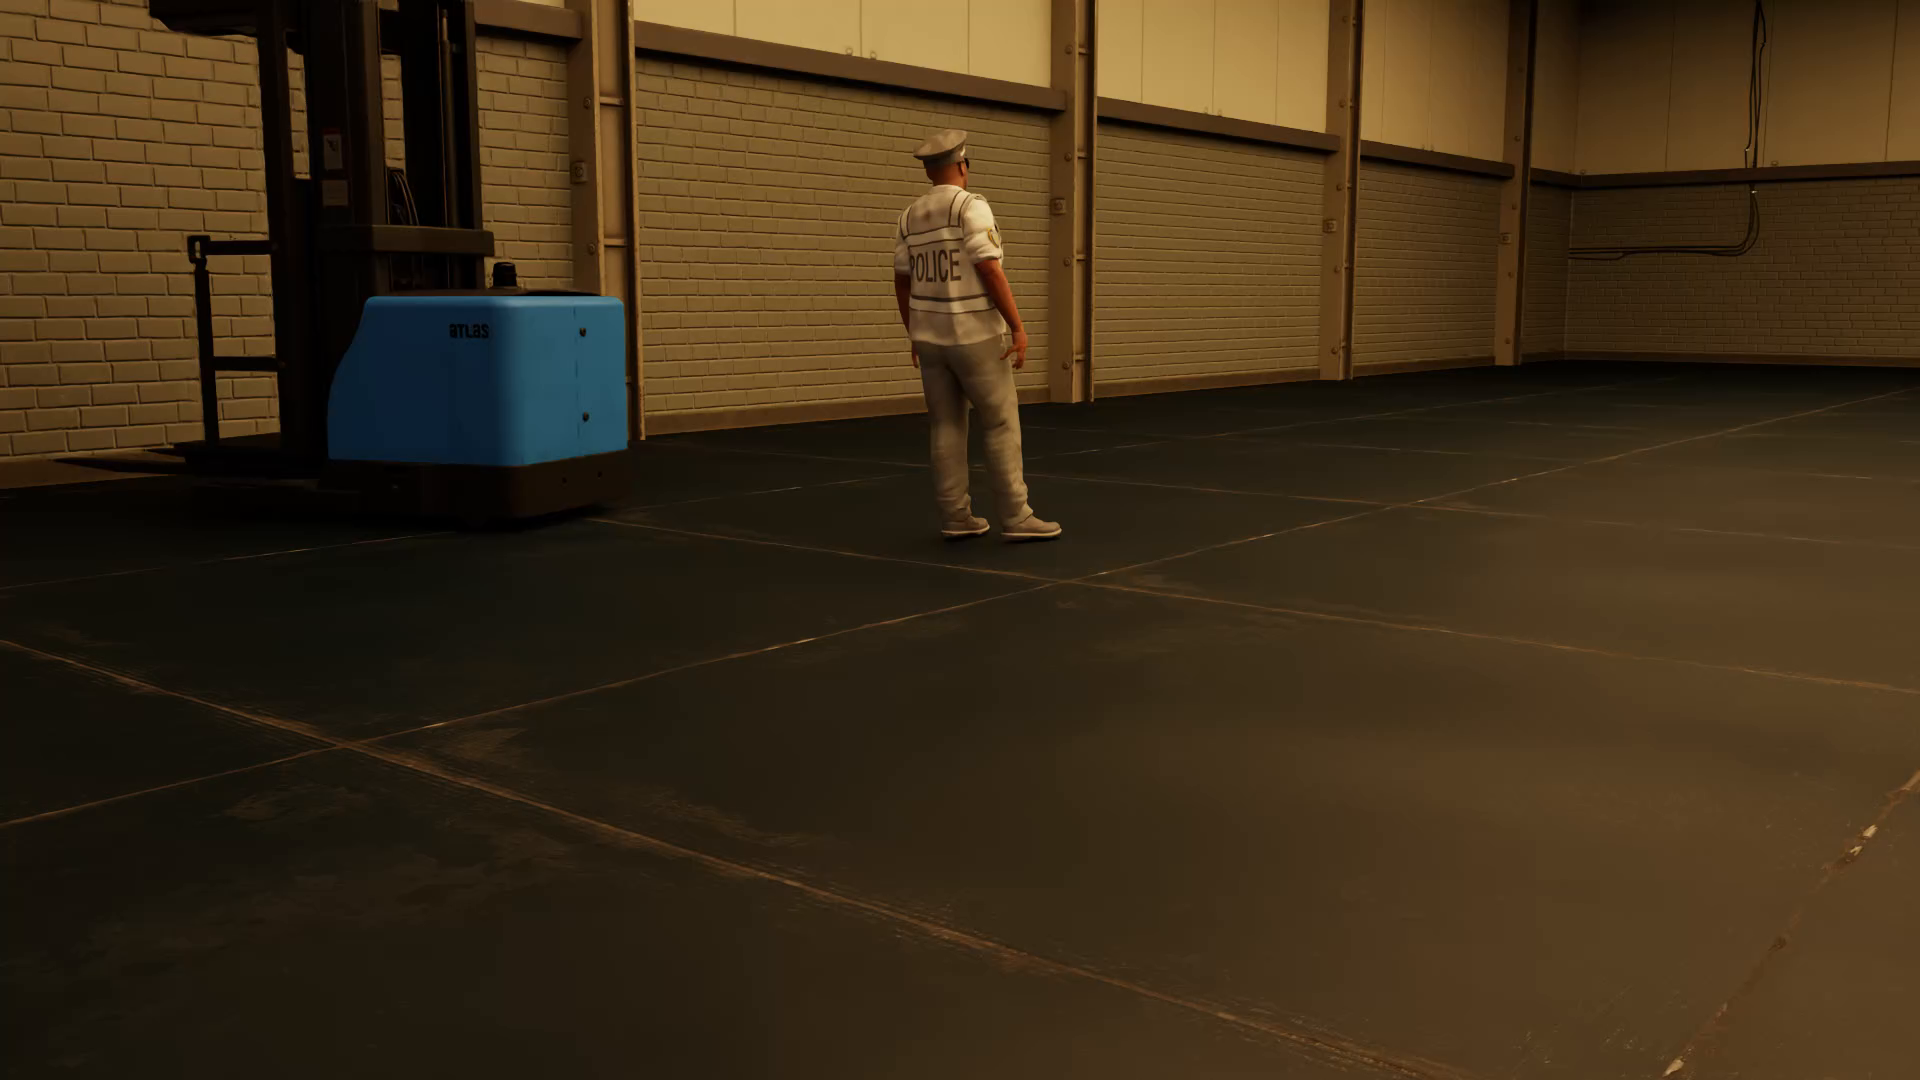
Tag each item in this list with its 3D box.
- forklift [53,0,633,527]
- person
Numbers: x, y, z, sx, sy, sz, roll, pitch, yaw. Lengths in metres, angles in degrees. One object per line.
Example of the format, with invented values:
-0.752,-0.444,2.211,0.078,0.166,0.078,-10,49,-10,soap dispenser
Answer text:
-3.234,-1.618,8.340,3.031,2.935,1.130,3,9,20,forklift
0.058,-0.897,7.327,0.640,1.781,0.575,7,11,38,person
